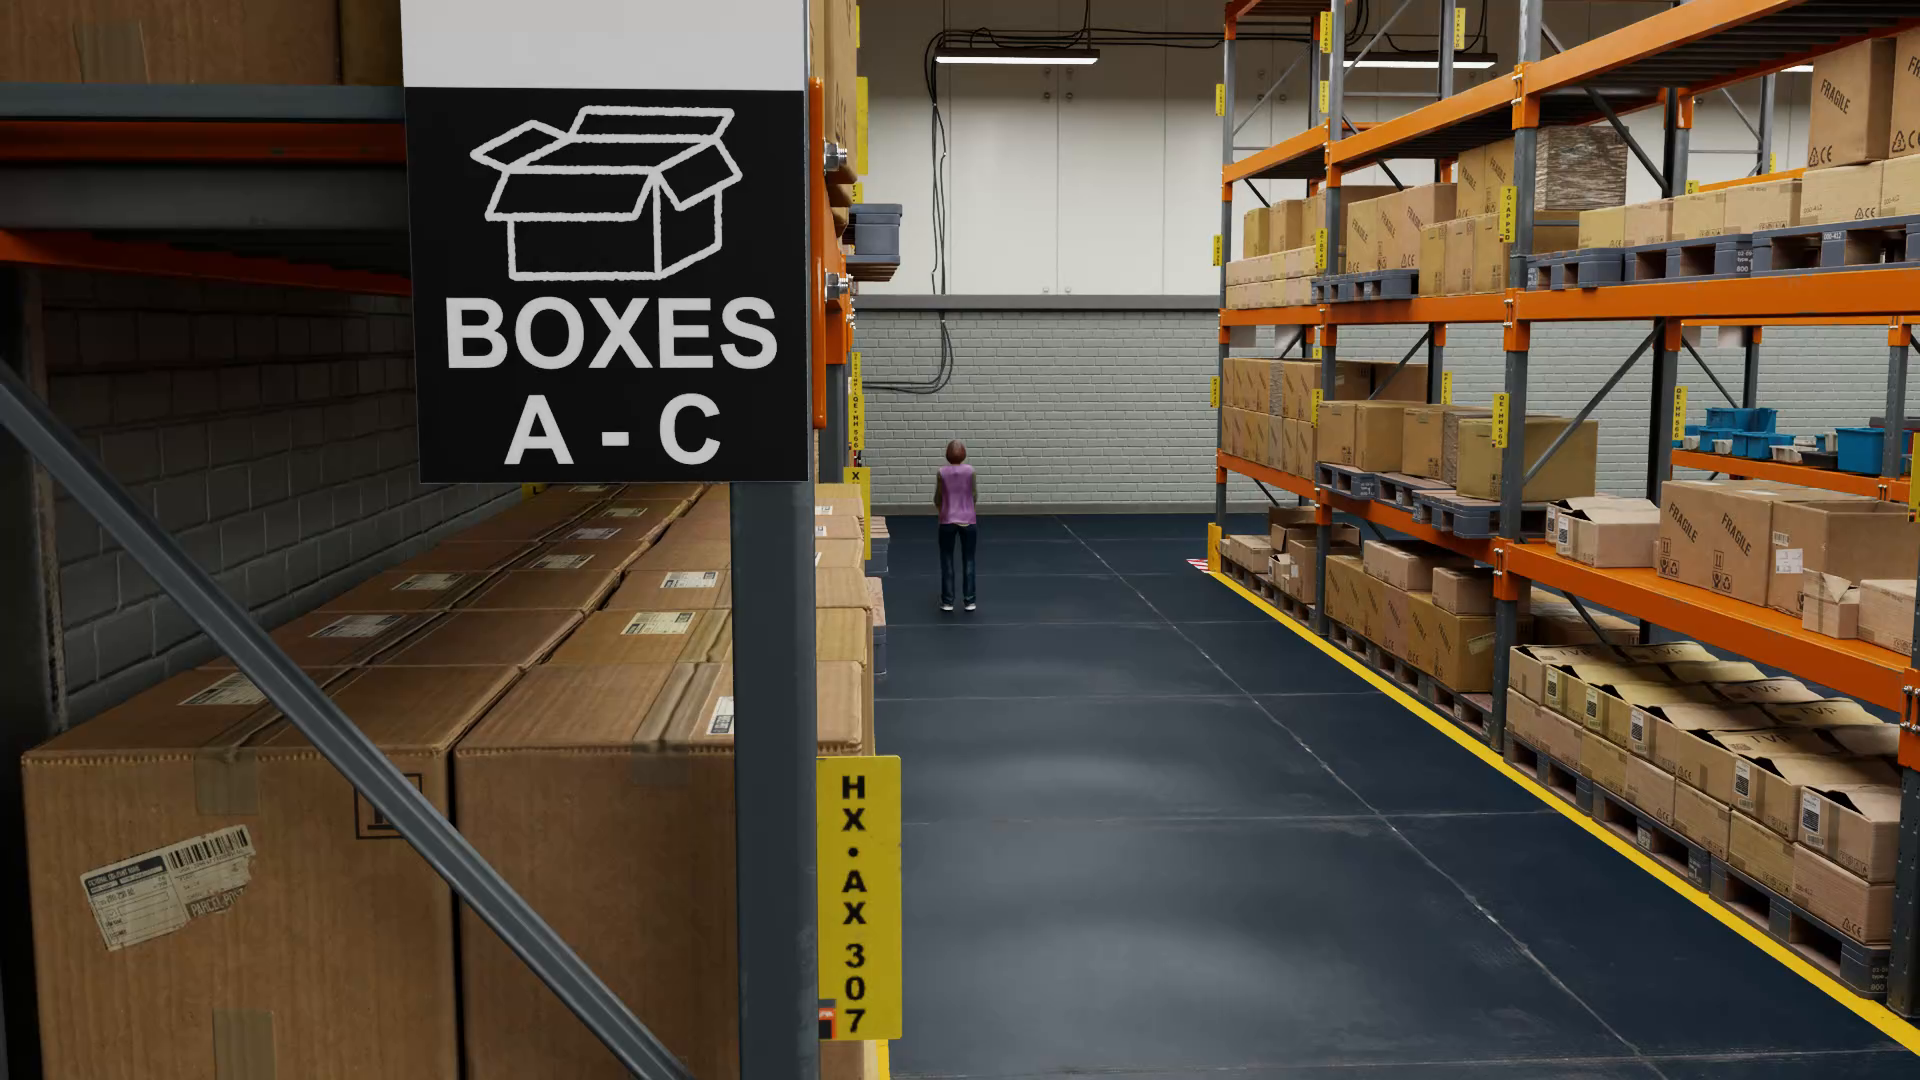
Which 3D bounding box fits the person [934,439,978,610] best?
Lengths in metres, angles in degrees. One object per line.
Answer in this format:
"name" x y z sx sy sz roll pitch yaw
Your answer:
"person" -0.038 -0.149 15.493 0.412 1.595 0.486 0 7 -4
